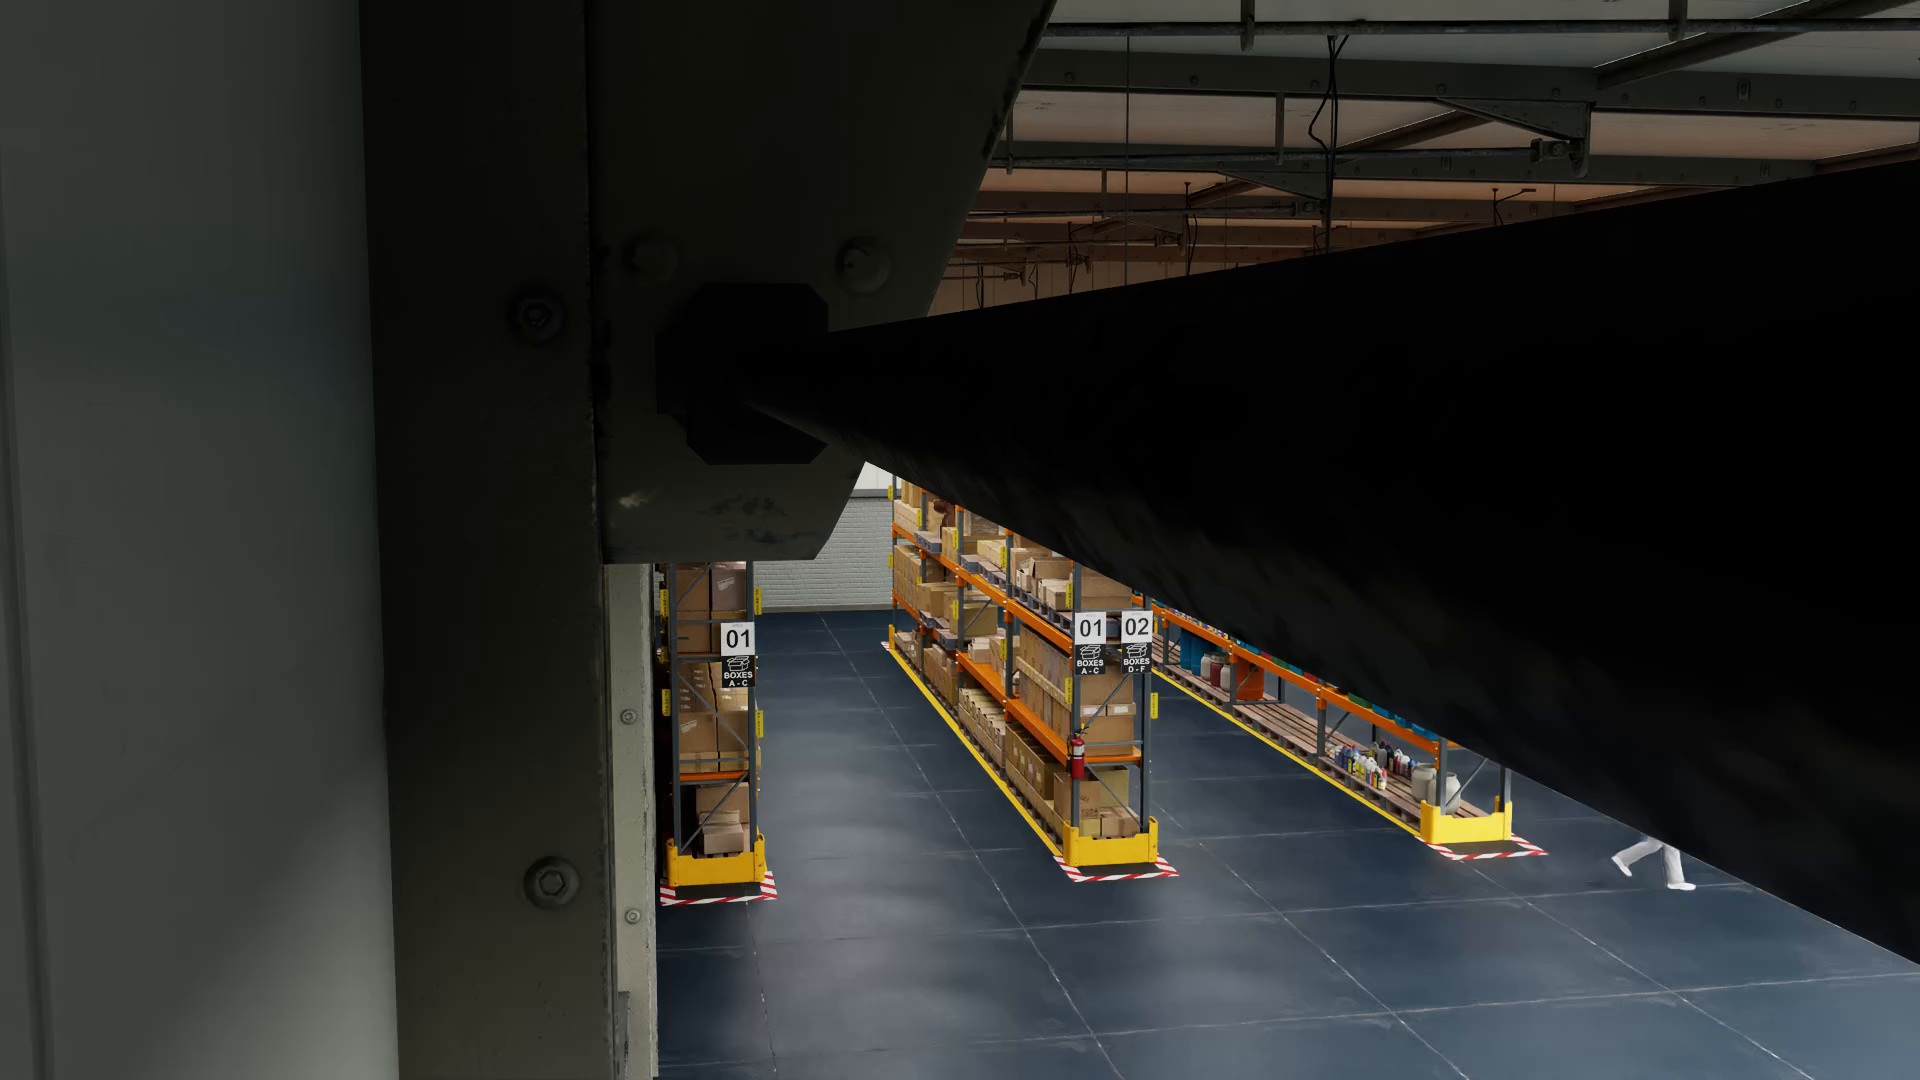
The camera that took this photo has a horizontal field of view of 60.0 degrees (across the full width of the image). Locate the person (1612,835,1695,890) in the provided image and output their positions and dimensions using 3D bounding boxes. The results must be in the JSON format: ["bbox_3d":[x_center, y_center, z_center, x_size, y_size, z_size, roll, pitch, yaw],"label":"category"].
[{"bbox_3d":[8.335,3.342,19.920,0.939,1.645,0.573,2,7,19],"label":"person"}]
